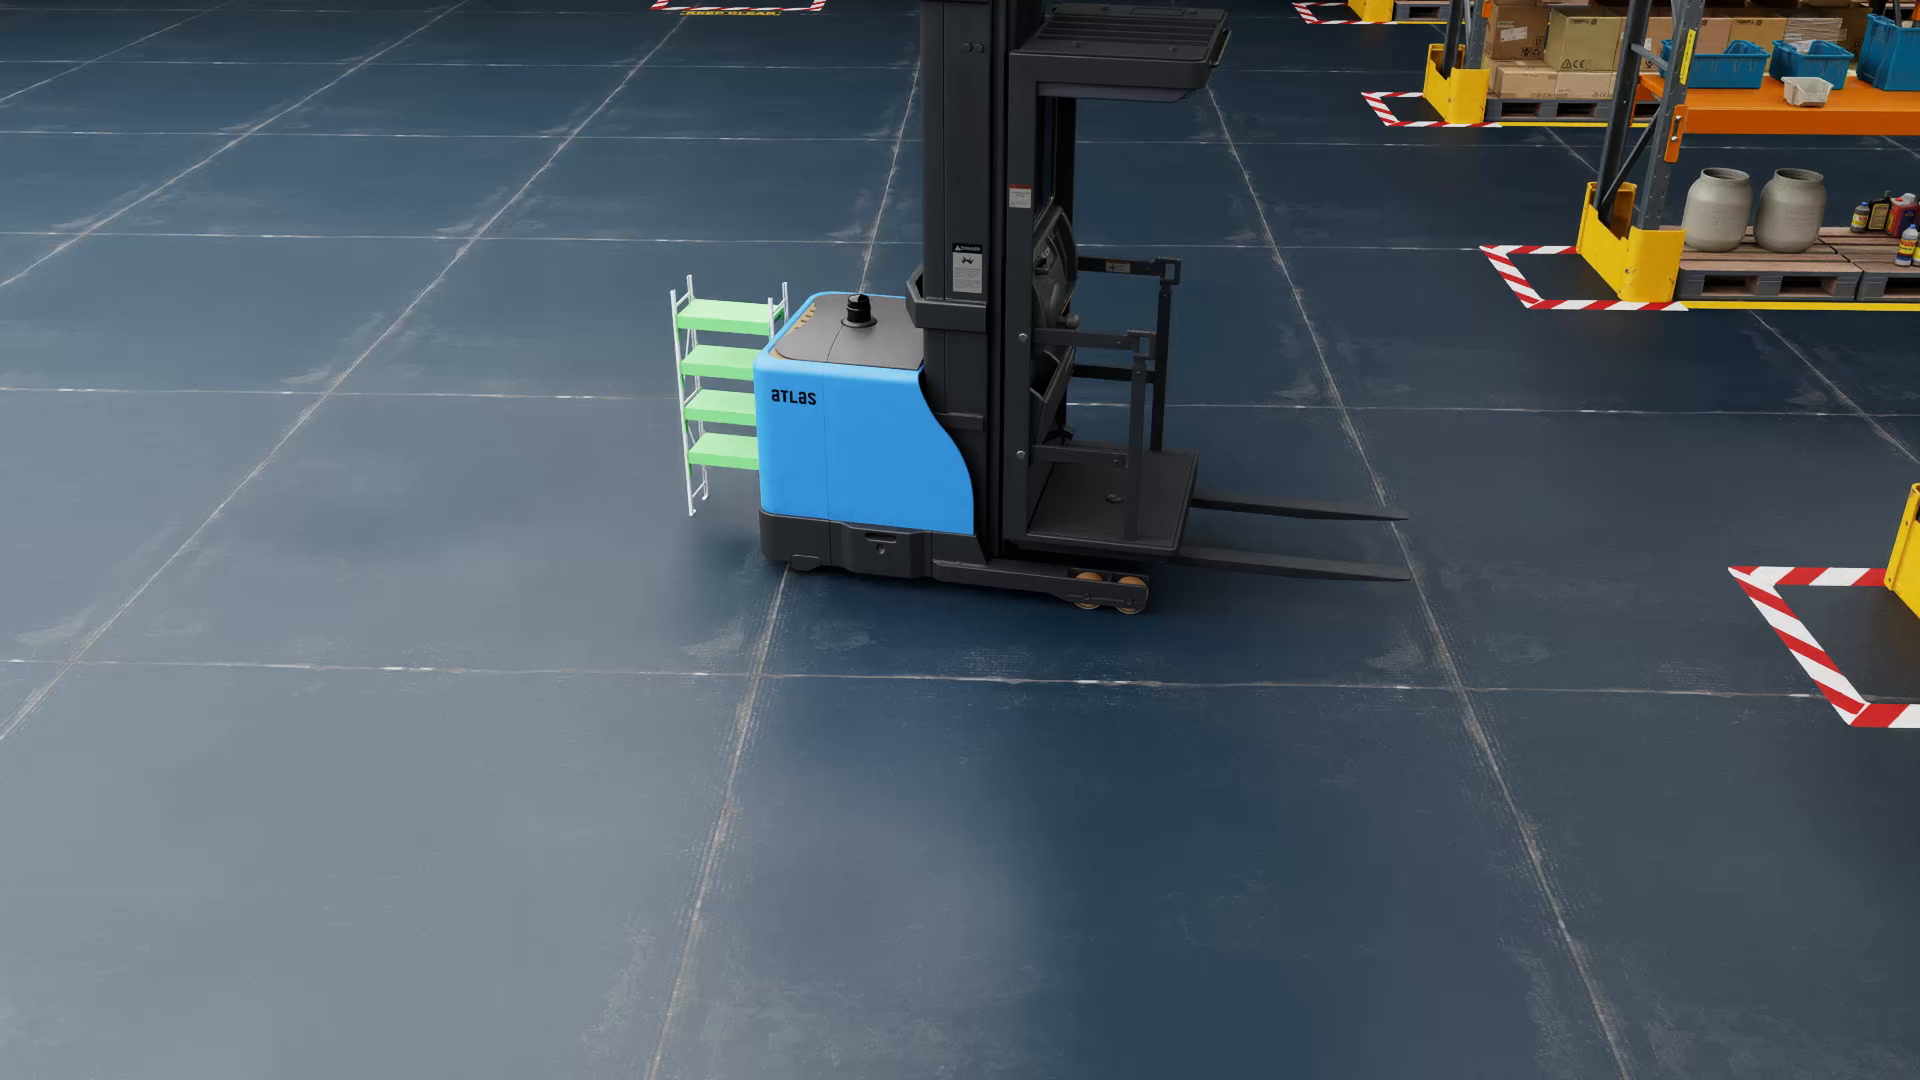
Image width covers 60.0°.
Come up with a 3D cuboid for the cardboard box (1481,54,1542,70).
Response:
[{"bbox_3d":[5.347,-4.609,16.229,0.500,0.250,0.500,1,28,2],"label":"cardboard box"}]

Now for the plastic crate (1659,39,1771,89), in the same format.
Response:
[{"bbox_3d":[5.133,-3.256,11.349,0.616,0.251,0.499,1,28,2],"label":"plastic crate"}]

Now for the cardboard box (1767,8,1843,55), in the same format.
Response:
[{"bbox_3d":[7.828,-4.664,15.532,0.500,0.500,0.500,1,28,2],"label":"cardboard box"}]

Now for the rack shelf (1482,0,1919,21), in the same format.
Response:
[{"bbox_3d":[6.799,-5.158,15.545,4.000,0.370,1.077,1,28,2],"label":"rack shelf"}]

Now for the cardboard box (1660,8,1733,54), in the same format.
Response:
[{"bbox_3d":[6.828,-4.672,15.547,0.500,0.500,0.500,1,28,2],"label":"cardboard box"}]

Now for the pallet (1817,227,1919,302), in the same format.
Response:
[{"bbox_3d":[6.727,-1.942,11.687,1.213,0.211,1.003,1,28,2],"label":"pallet"}]

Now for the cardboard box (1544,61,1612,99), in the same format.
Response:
[{"bbox_3d":[5.828,-4.360,15.759,0.500,0.250,0.500,1,28,2],"label":"cardboard box"}]

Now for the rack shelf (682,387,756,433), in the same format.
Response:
[{"bbox_3d":[-1.108,-0.628,8.289,0.480,0.148,0.258,6,29,11],"label":"rack shelf"}]

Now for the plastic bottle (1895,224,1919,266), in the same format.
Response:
[{"bbox_3d":[6.423,-2.003,11.270,0.097,0.271,0.097,0,28,0],"label":"plastic bottle"}]

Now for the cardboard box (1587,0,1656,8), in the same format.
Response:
[{"bbox_3d":[6.347,-4.931,16.037,0.500,0.500,0.500,1,28,2],"label":"cardboard box"}]

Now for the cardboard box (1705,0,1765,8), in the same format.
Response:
[{"bbox_3d":[7.346,-4.915,16.006,0.500,0.500,0.500,1,28,2],"label":"cardboard box"}]

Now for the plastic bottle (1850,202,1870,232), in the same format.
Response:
[{"bbox_3d":[6.473,-2.323,11.948,0.097,0.201,0.097,0,28,0],"label":"plastic bottle"}]

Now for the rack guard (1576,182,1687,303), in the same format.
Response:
[{"bbox_3d":[4.700,-2.107,11.690,0.348,0.500,1.175,1,28,2],"label":"rack guard"}]

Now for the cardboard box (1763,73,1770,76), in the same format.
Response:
[{"bbox_3d":[7.327,-4.333,15.708,0.500,0.250,0.500,1,28,2],"label":"cardboard box"}]

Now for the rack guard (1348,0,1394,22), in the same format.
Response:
[{"bbox_3d":[5.048,-6.722,20.396,0.348,0.500,1.175,1,28,2],"label":"rack guard"}]

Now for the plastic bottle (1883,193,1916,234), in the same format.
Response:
[{"bbox_3d":[6.724,-2.339,11.898,0.135,0.276,0.152,1,28,2],"label":"plastic bottle"}]

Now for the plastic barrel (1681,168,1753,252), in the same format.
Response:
[{"bbox_3d":[5.282,-2.301,11.597,0.421,0.512,0.421,0,28,0],"label":"plastic barrel"}]

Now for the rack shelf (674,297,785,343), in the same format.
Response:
[{"bbox_3d":[-1.108,-1.052,8.064,0.480,0.148,0.258,6,29,11],"label":"rack shelf"}]

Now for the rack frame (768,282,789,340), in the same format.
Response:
[{"bbox_3d":[-0.870,-0.659,8.212,0.015,1.200,0.240,6,29,11],"label":"rack frame"}]

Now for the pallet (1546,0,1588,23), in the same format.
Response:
[{"bbox_3d":[7.074,-6.543,20.367,1.213,0.211,1.003,1,28,2],"label":"pallet"}]

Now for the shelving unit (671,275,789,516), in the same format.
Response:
[{"bbox_3d":[-1.108,-0.684,8.259,0.503,1.200,0.258,6,29,11],"label":"shelving unit"}]

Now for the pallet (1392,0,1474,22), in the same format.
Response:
[{"bbox_3d":[5.858,-6.564,20.407,1.213,0.211,1.003,1,28,2],"label":"pallet"}]

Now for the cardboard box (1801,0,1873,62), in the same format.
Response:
[{"bbox_3d":[8.346,-4.899,15.975,0.500,0.500,0.500,1,28,2],"label":"cardboard box"}]

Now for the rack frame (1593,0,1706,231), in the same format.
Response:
[{"bbox_3d":[4.622,-3.190,11.065,0.127,3.000,1.000,1,28,2],"label":"rack frame"}]

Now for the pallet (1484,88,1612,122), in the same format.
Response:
[{"bbox_3d":[5.566,-4.284,16.105,1.213,0.211,1.003,1,28,2],"label":"pallet"}]

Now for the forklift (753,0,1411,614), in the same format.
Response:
[{"bbox_3d":[0.615,-1.230,7.442,3.031,2.935,1.130,6,29,11],"label":"forklift"}]

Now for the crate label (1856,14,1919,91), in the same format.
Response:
[{"bbox_3d":[6.471,-3.302,11.239,0.616,0.435,0.502,1,28,2],"label":"crate label"}]

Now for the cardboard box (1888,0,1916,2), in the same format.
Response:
[{"bbox_3d":[11.237,-6.831,20.132,0.500,0.500,0.700,1,28,2],"label":"cardboard box"}]

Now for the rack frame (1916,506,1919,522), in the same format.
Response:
[{"bbox_3d":[4.447,-0.872,6.692,0.127,3.000,1.000,1,28,2],"label":"rack frame"}]

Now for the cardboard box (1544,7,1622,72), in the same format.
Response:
[{"bbox_3d":[5.828,-4.690,15.582,0.500,0.500,0.500,1,28,2],"label":"cardboard box"}]

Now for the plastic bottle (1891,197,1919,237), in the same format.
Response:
[{"bbox_3d":[6.721,-2.292,11.802,0.133,0.283,0.061,1,28,2],"label":"plastic bottle"}]
